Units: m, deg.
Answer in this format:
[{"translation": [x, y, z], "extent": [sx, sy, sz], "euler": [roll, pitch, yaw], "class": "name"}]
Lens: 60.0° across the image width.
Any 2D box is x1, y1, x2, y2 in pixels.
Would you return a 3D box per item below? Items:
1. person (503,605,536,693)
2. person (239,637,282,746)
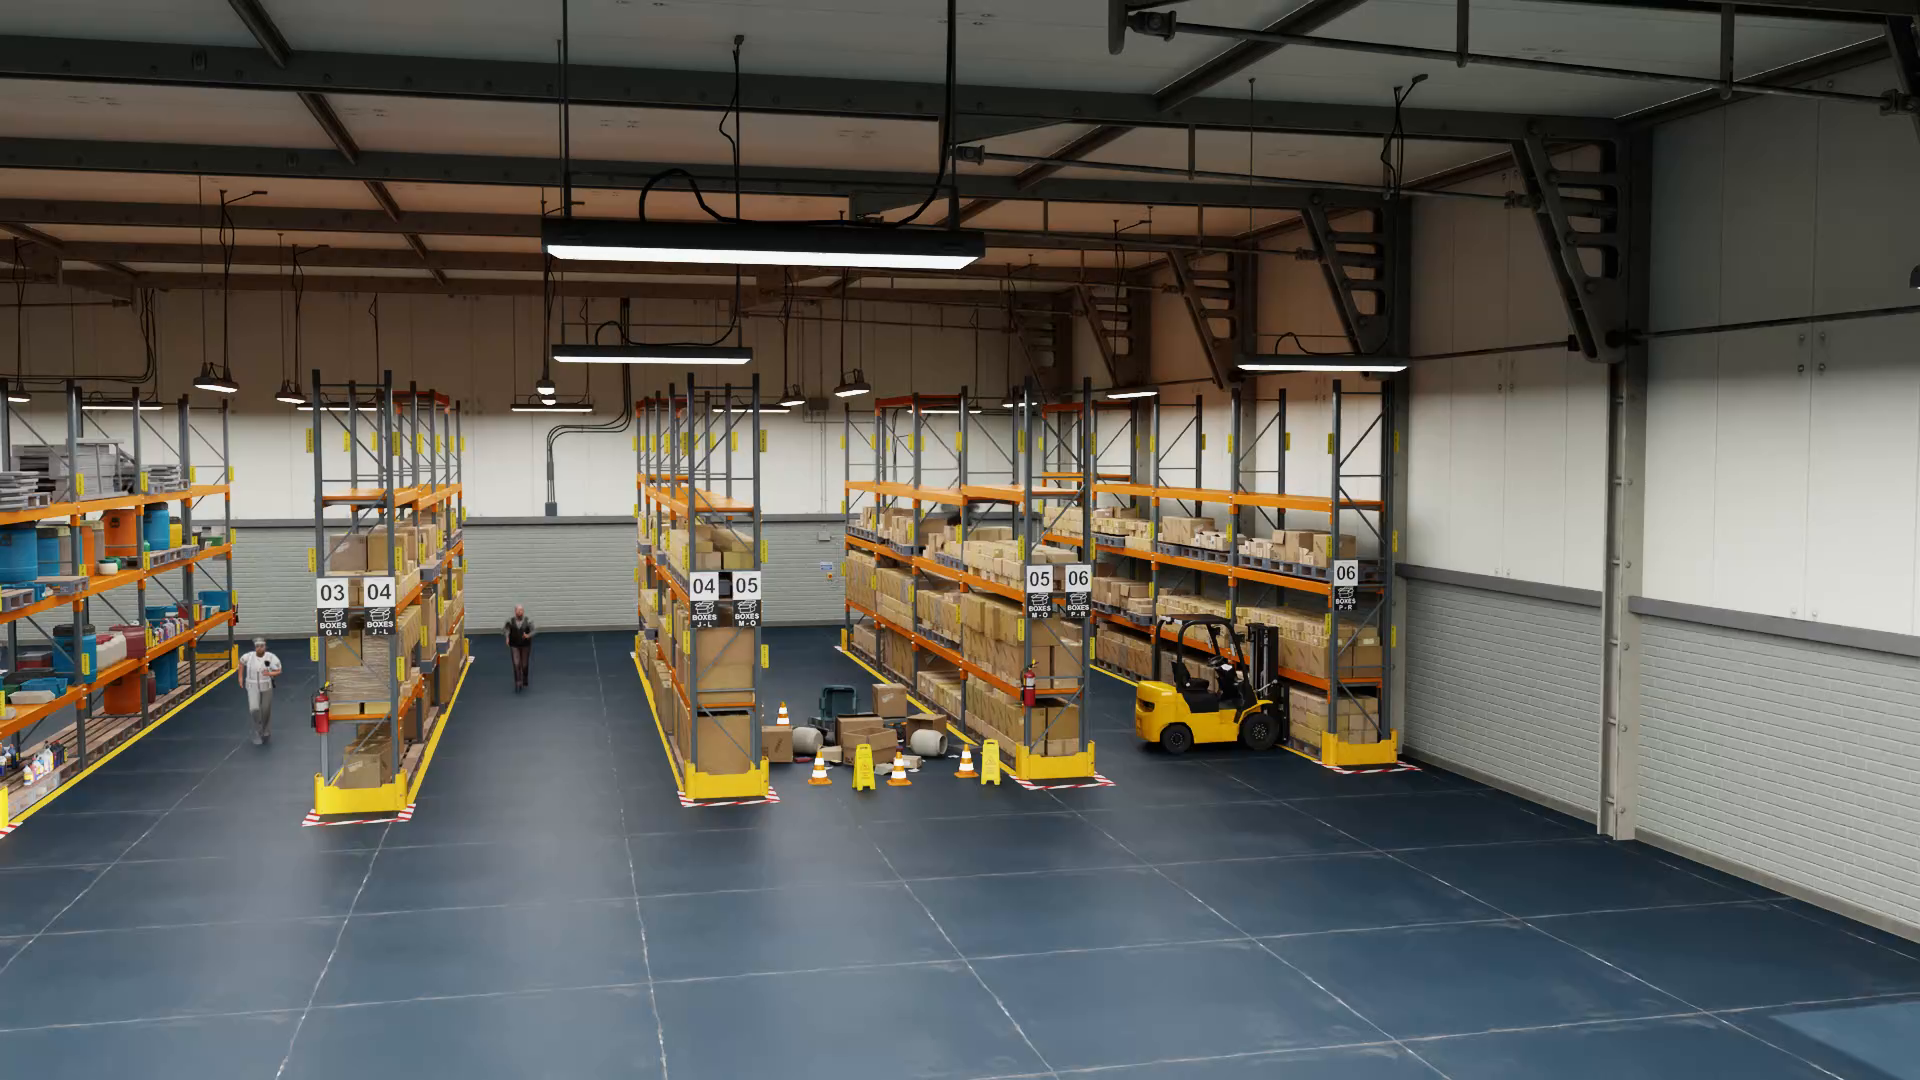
[{"translation": [-8.959, 2.187, 33.844], "extent": [0.662, 1.731, 0.831], "euler": [-1, 3, -13], "class": "person"}, {"translation": [-11.734, 2.523, 27.897], "extent": [0.686, 1.829, 0.875], "euler": [-1, 3, -19], "class": "person"}]
